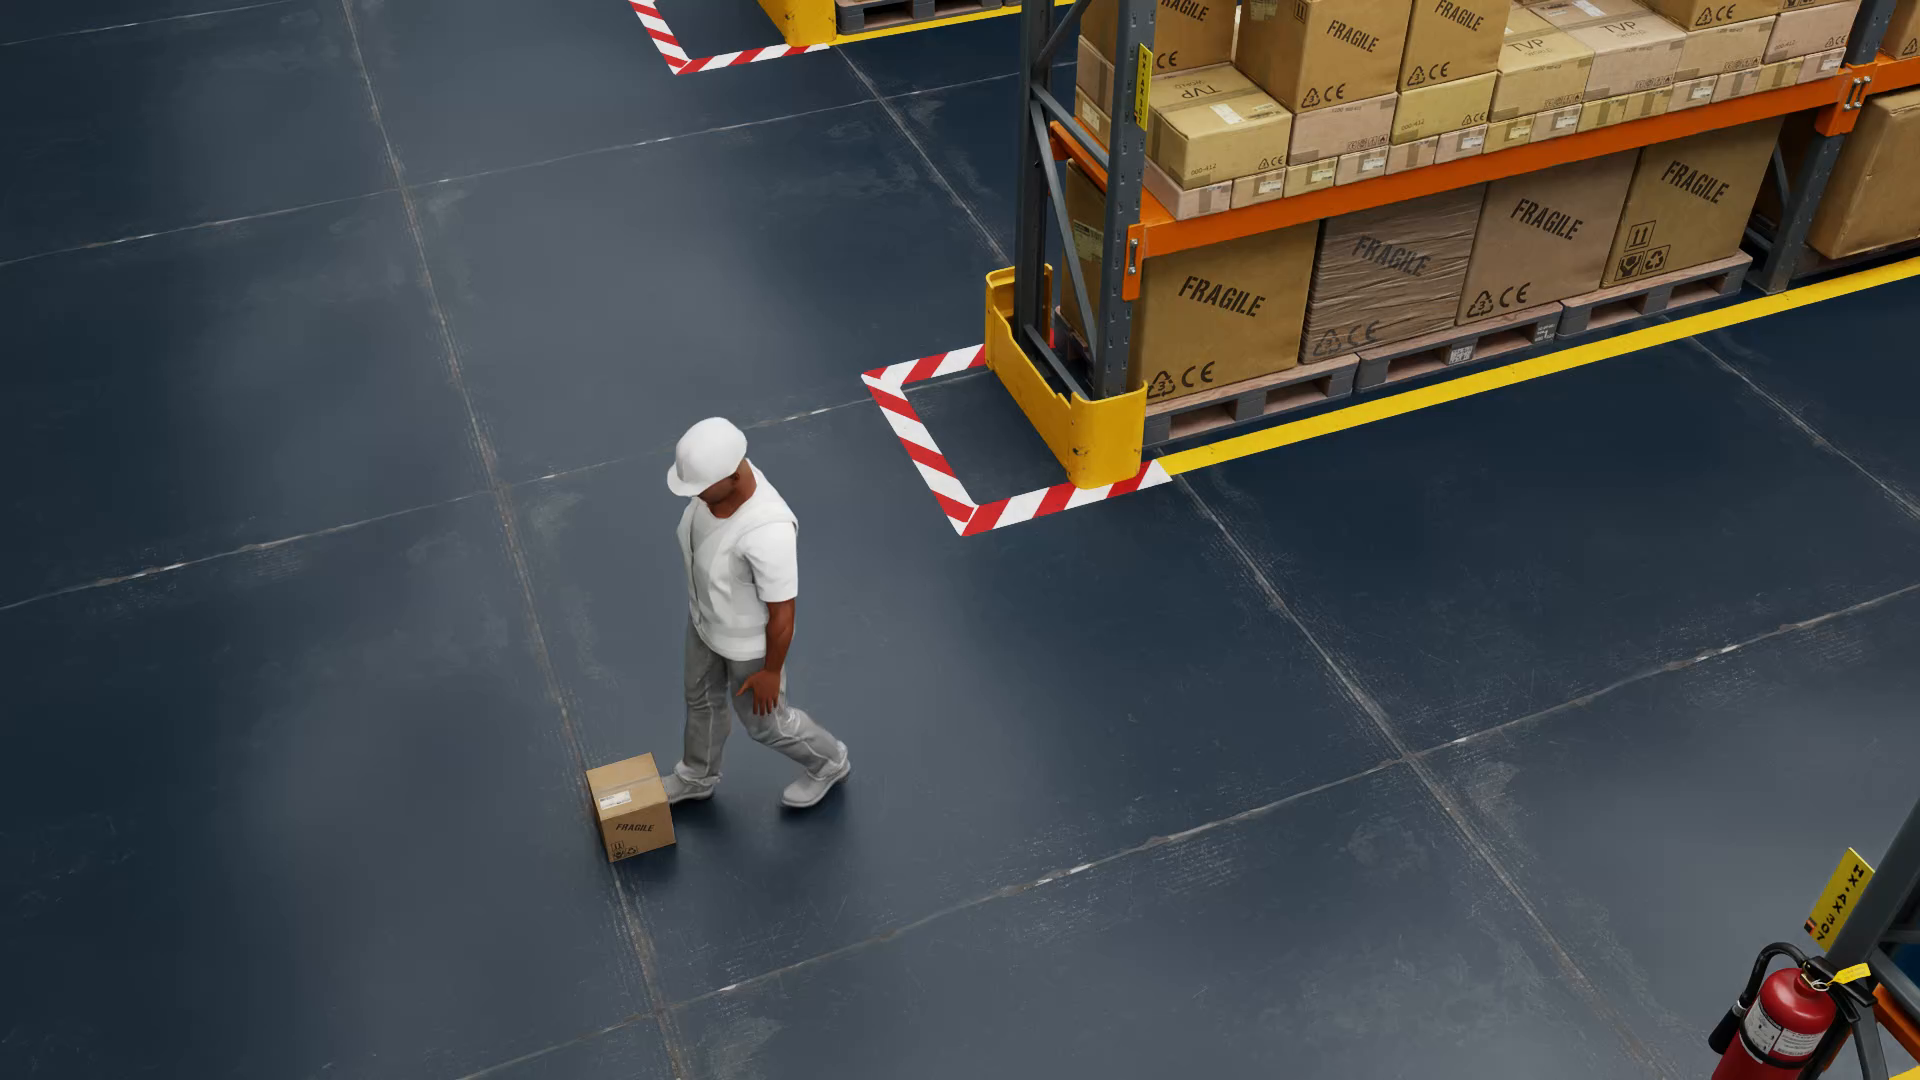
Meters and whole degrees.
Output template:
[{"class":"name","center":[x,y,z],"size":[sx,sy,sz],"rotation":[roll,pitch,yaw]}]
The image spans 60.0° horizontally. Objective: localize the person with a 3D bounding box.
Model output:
[{"class":"person","center":[-0.812,0.323,5.764],"size":[0.772,1.752,0.617],"rotation":[-22,46,-23]}]
